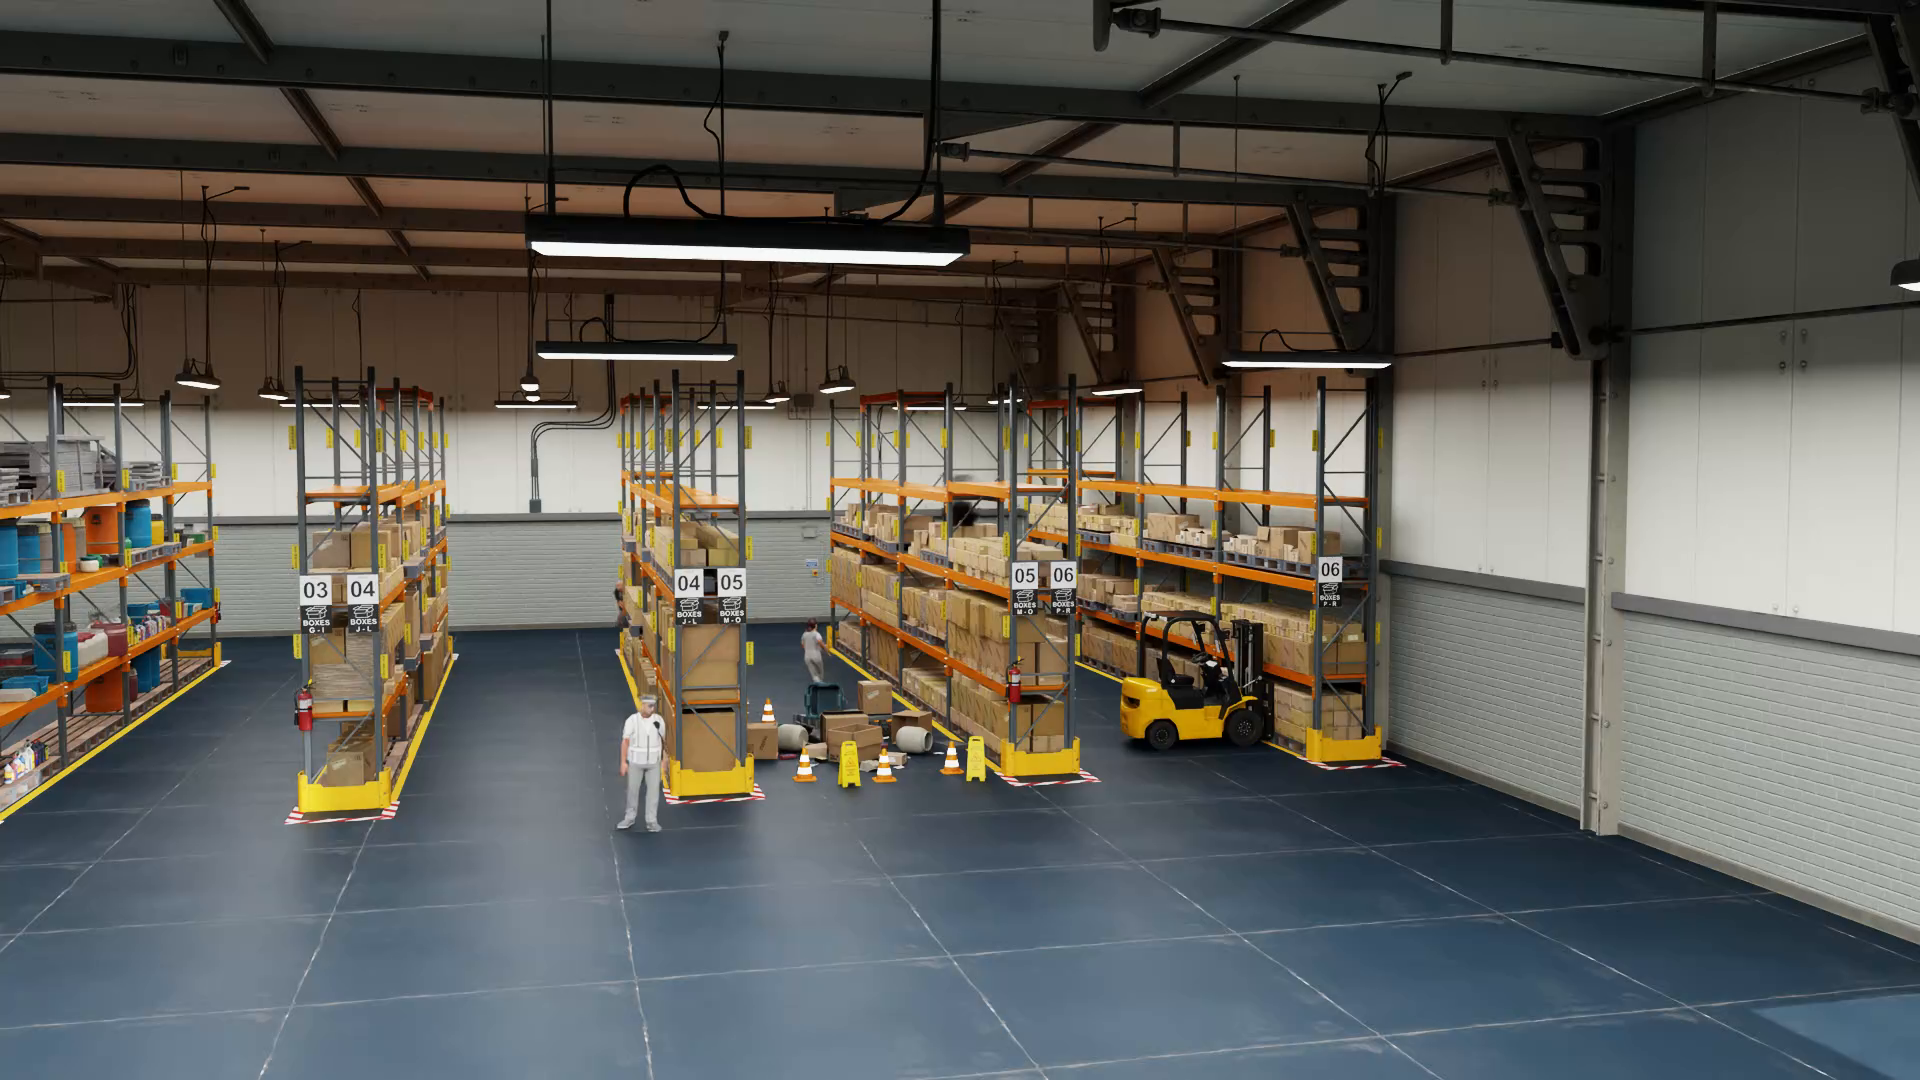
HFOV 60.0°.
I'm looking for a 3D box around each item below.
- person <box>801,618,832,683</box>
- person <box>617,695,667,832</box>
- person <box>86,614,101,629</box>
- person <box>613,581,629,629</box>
[{"bbox_3d":[-2.800,2.323,31.933,0.680,1.613,0.651,1,4,16],"label":"person"},{"bbox_3d":[-4.093,2.855,21.376,0.628,1.759,0.512,-1,4,-23],"label":"person"},{"bbox_3d":[-17.444,2.232,33.858,0.659,1.526,0.810,-1,4,-23],"label":"person"},{"bbox_3d":[-8.313,1.762,41.182,0.696,1.552,0.902,2,4,25],"label":"person"}]
